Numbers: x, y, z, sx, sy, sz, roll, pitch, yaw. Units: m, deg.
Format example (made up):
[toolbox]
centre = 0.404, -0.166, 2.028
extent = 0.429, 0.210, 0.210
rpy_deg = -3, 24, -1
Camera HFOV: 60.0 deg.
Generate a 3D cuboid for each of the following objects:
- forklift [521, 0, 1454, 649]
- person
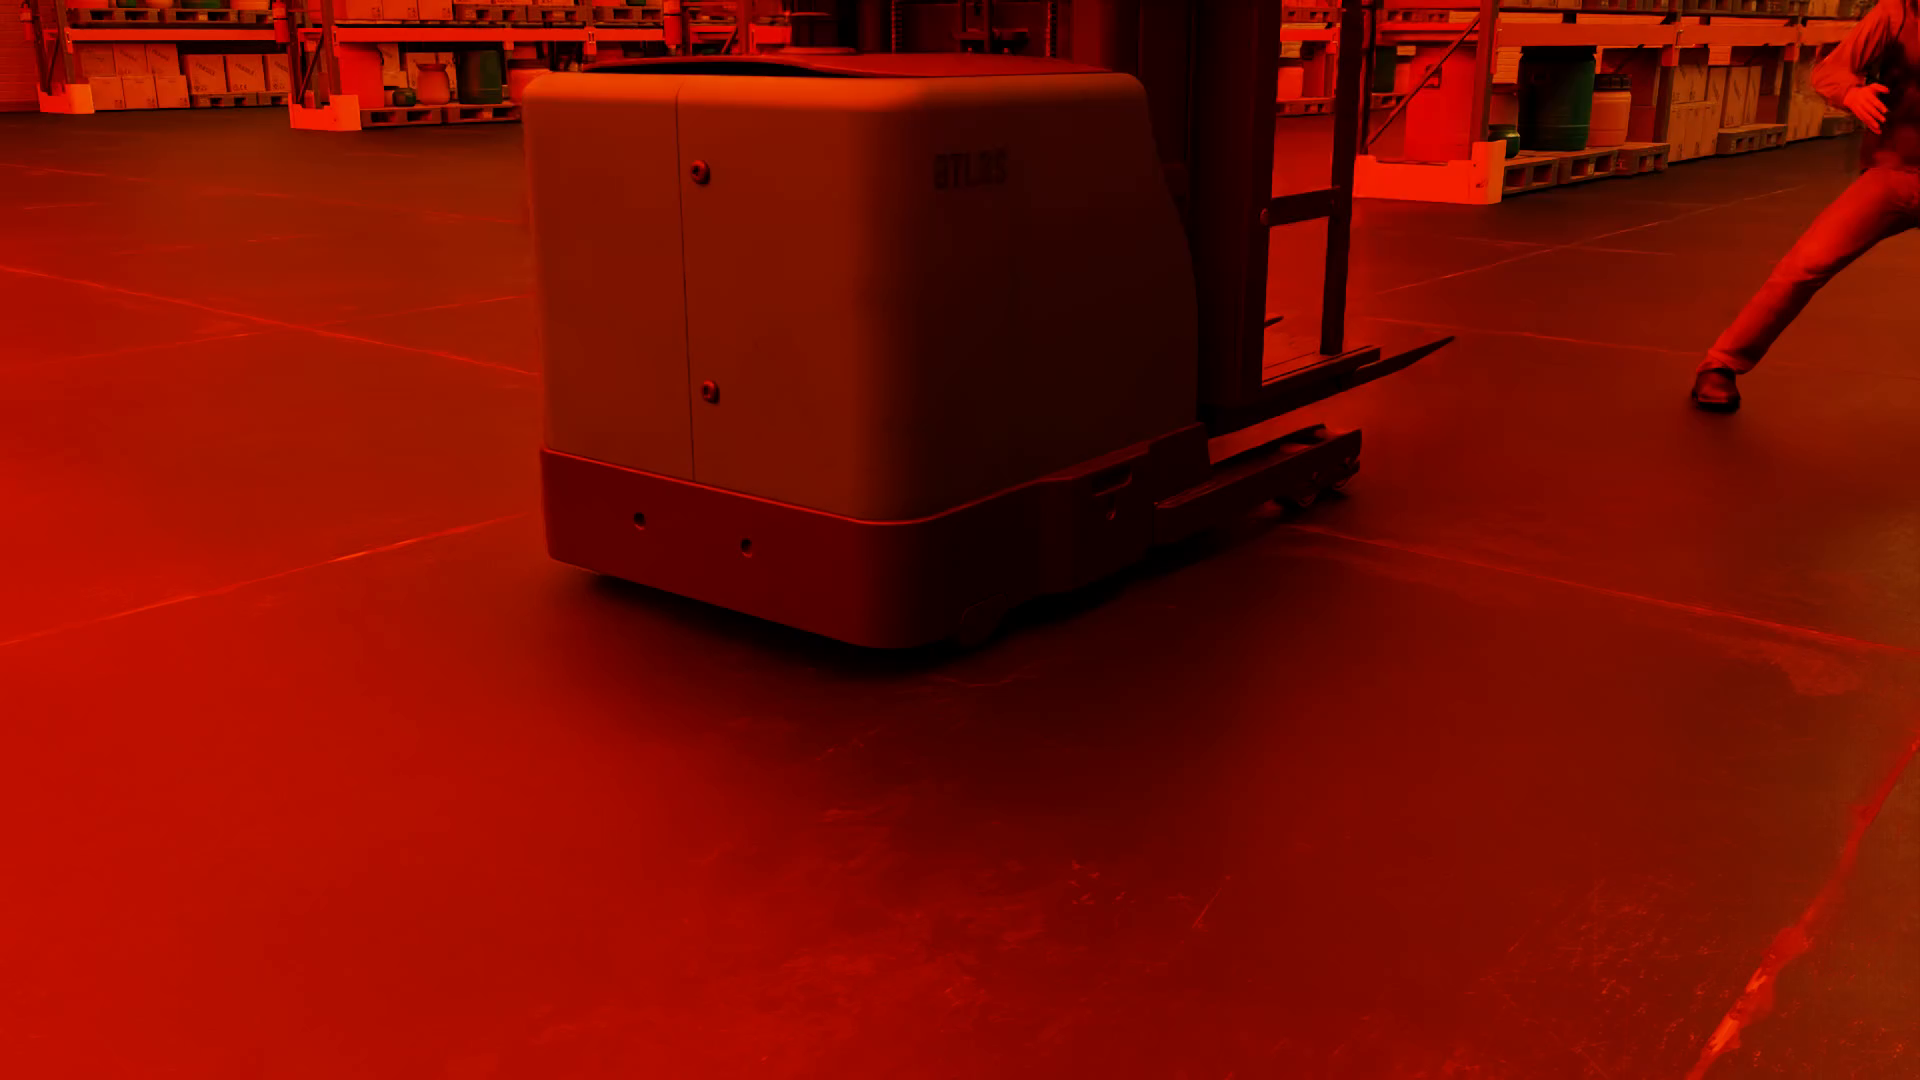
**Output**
[forklift]
centre = 0.401, -1.562, 4.042
extent = 1.130, 2.935, 3.031
rpy_deg = 13, 21, 36
[person]
centre = 3.044, -1.130, 5.071
extent = 1.297, 1.503, 0.734
rpy_deg = 10, 20, 30
